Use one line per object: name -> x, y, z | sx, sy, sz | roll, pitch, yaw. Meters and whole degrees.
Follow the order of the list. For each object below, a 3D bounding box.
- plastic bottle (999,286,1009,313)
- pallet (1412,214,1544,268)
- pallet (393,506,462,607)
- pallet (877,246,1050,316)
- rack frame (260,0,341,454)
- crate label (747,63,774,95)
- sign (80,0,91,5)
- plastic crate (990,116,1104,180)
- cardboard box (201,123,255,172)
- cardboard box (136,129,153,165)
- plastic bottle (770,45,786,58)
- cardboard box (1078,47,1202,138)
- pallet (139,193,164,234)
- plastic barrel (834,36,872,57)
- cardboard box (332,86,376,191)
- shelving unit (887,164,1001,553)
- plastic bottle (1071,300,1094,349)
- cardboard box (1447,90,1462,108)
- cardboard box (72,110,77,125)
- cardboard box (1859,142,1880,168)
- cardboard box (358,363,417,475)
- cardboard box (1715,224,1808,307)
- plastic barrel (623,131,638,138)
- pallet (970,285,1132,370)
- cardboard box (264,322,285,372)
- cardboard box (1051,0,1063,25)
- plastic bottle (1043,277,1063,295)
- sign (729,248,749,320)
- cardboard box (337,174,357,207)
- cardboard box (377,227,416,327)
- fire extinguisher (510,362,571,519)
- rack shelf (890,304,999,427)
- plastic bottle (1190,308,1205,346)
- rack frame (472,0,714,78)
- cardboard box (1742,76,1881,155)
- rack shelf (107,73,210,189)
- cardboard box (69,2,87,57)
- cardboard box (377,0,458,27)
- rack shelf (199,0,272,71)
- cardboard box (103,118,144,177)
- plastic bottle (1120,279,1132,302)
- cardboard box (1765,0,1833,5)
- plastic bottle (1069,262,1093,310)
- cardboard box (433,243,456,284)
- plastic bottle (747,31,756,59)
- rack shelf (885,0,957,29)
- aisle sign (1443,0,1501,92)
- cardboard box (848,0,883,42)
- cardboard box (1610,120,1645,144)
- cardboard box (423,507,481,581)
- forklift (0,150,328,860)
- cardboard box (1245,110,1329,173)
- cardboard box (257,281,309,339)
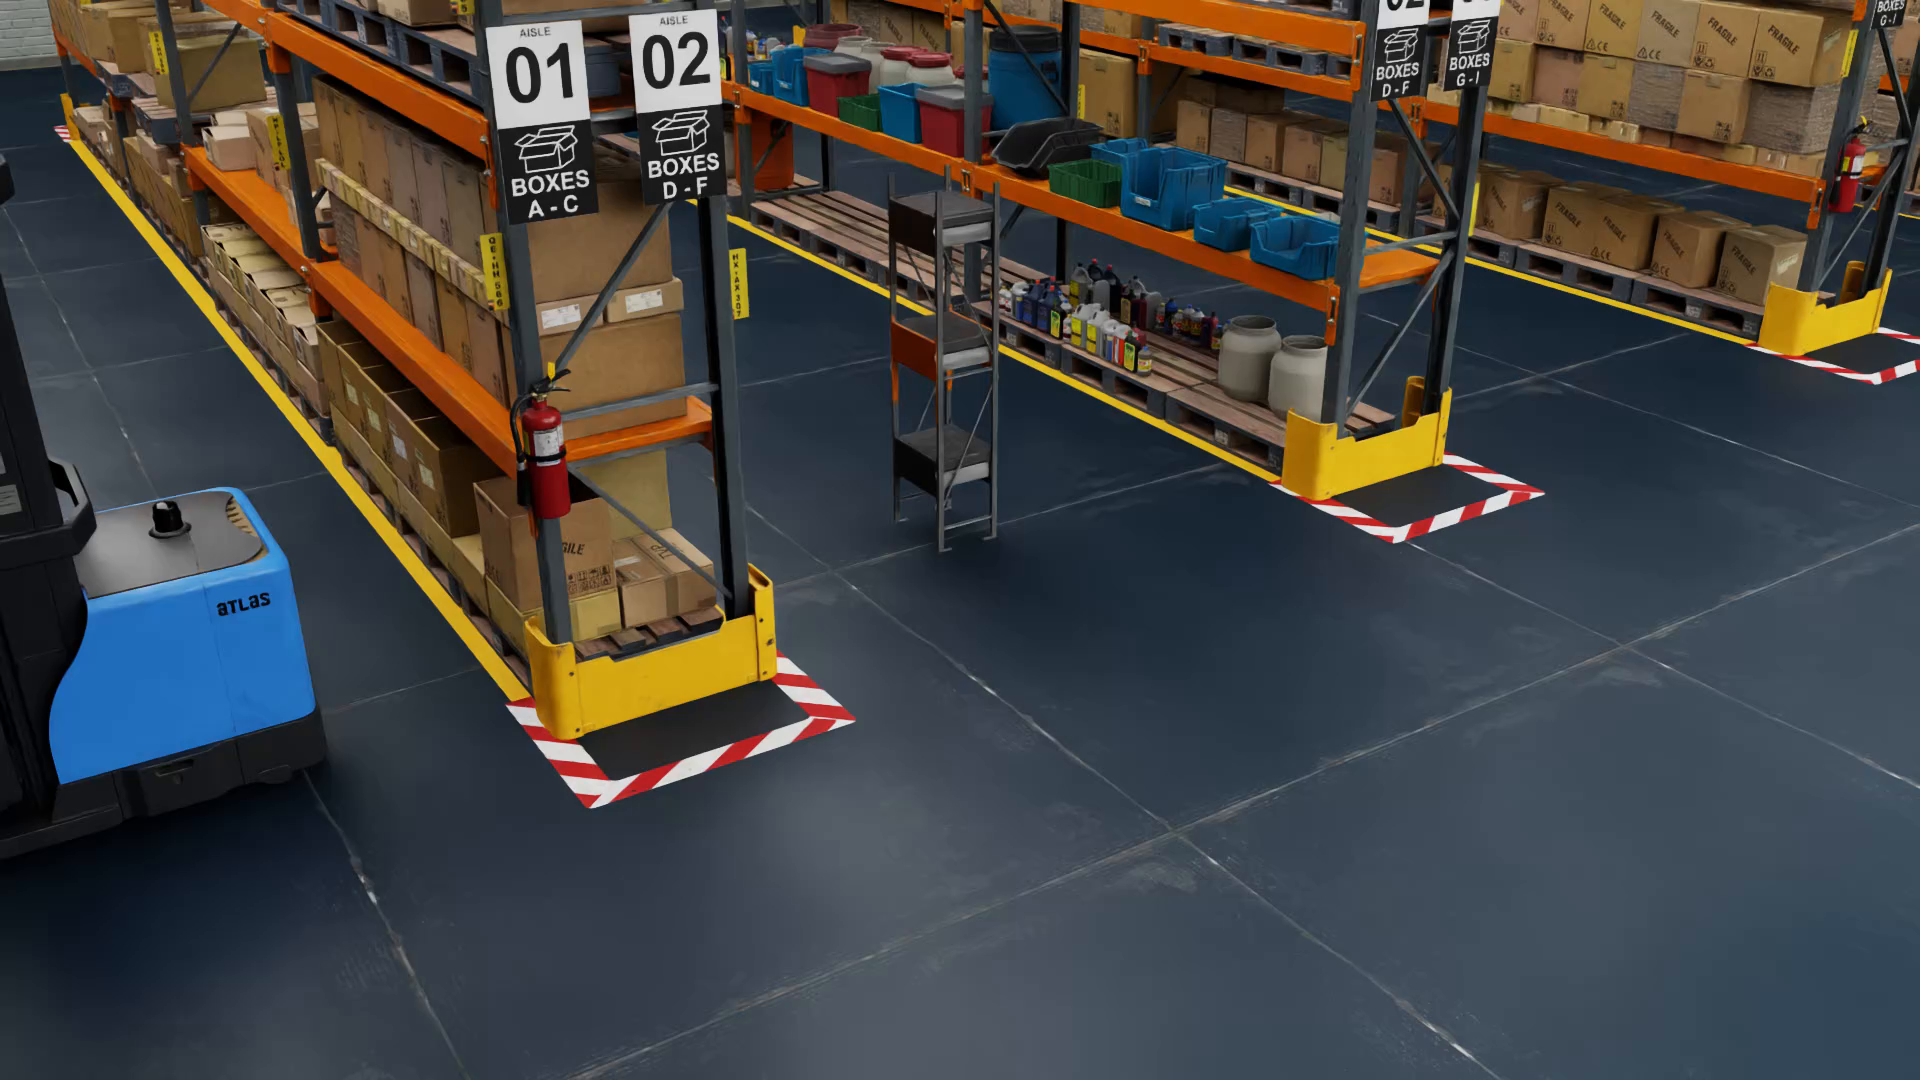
plastic bottle -> 0.344, -1.881, 12.983 | 0.097, 0.201, 0.097 | 0, 25, 0
pallet -> 5.027, -2.861, 15.563 | 1.003, 0.211, 1.213 | -16, 29, -30
pallet -> -2.602, -0.055, 9.619 | 1.003, 0.211, 1.213 | -16, 29, -30
pallet -> 0.020, -2.211, 14.186 | 1.003, 0.211, 1.213 | -16, 29, -30
rack frame -> -3.671, -2.047, 10.572 | 1.000, 3.000, 0.127 | -16, 29, -30
crate label -> -1.786, -4.317, 15.577 | 0.303, 0.233, 0.416 | -16, 29, -30
sign -> -8.488, -5.170, 16.175 | 0.100, 0.325, 0.005 | -16, 29, -30
plastic crate -> 0.661, -2.955, 12.568 | 0.767, 0.338, 0.504 | -16, 29, -30
cardboard box -> -5.528, -3.072, 12.848 | 0.500, 0.311, 0.500 | -16, 30, -30
cardboard box -> -7.432, -3.728, 15.668 | 0.500, 0.250, 0.500 | -15, 29, -29
plastic bottle -> -1.795, -4.769, 16.484 | 0.152, 0.276, 0.135 | -16, 29, -30
cardboard box -> 2.088, -5.266, 19.387 | 1.225, 0.875, 0.875 | -17, 30, -32
pallet -> -7.562, -3.365, 16.631 | 1.003, 0.211, 1.213 | -16, 29, -30
plastic barrel -> -0.962, -4.363, 15.347 | 0.421, 0.512, 0.421 | 0, 25, 0
cardboard box -> -3.146, -2.341, 9.558 | 0.700, 0.500, 0.500 | -16, 29, -30
shelving unit -> -0.090, -1.009, 9.427 | 0.431, 2.100, 0.503 | -16, 29, -30
plastic bottle -> 0.909, -1.596, 12.204 | 0.144, 0.351, 0.185 | -16, 30, -30
cardboard box -> 4.622, -4.001, 15.006 | 0.380, 0.149, 0.250 | -16, 29, -30
cardboard box -> -10.281, -5.019, 19.692 | 0.380, 0.149, 0.250 | -16, 29, -30
cardboard box -> 6.859, -2.967, 12.816 | 0.380, 0.149, 0.250 | -16, 29, -30
cardboard box -> -3.134, -0.736, 9.646 | 0.500, 0.500, 0.500 | -16, 29, -30
cardboard box -> 6.488, -2.210, 13.354 | 0.500, 0.500, 0.500 | -10, 27, -20
plastic barrel -> -3.603, -5.104, 19.013 | 0.600, 0.901, 0.708 | -16, 29, -30
pallet -> 0.813, -1.689, 13.080 | 1.003, 0.211, 1.213 | -16, 29, -30
cardboard box -> -4.694, -1.438, 12.012 | 0.500, 0.250, 0.500 | -15, 29, -28
cardboard box -> 1.417, -6.313, 19.493 | 0.500, 0.500, 0.500 | -17, 30, -31
plastic bottle -> 0.695, -1.849, 12.741 | 0.144, 0.351, 0.185 | -16, 29, -30
sign -> -1.019, -1.171, 7.609 | 0.100, 0.325, 0.005 | -16, 29, -30
cardboard box -> -3.407, -2.062, 9.728 | 0.380, 0.149, 0.250 | -16, 30, -31
cardboard box -> -2.859, -1.567, 9.439 | 0.700, 0.500, 0.500 | -15, 29, -29
fire extinguisher -> -1.812, -0.431, 7.239 | 0.296, 0.674, 0.183 | -16, 29, -30
rack shelf -> -0.090, -0.996, 9.433 | 0.431, 0.518, 0.480 | -16, 29, -30
plastic bottle -> 1.749, -1.578, 12.259 | 0.097, 0.271, 0.097 | 0, 25, 0
rack frame -> -1.487, -3.329, 6.261 | 1.000, 3.000, 0.127 | -16, 29, -30
cardboard box -> 6.538, -3.306, 12.774 | 0.875, 0.500, 0.500 | -16, 29, -30
rack shelf -> -6.946, -3.868, 15.272 | 1.077, 0.370, 4.000 | -16, 29, -30
cardboard box -> -9.091, -5.440, 17.642 | 0.500, 0.500, 0.500 | -15, 29, -28
cardboard box -> -2.337, -2.508, 7.556 | 0.500, 0.250, 0.500 | -16, 29, -30
rack shelf -> -4.763, -3.793, 11.601 | 1.077, 0.370, 4.000 | -16, 29, -30
cardboard box -> -8.587, -4.114, 17.365 | 0.500, 0.500, 0.500 | -16, 29, -30
plastic bottle -> 1.303, -1.890, 12.906 | 0.061, 0.283, 0.133 | -13, 28, -26
cardboard box -> 6.476, -3.996, 13.064 | 0.500, 0.500, 0.500 | -16, 29, -30
plastic bottle -> 0.954, -2.004, 13.069 | 0.144, 0.351, 0.185 | -16, 29, -30
cardboard box -> -2.418, -1.416, 8.359 | 0.380, 0.149, 0.250 | -15, 29, -28
plastic bottle -> -2.159, -5.146, 17.288 | 0.097, 0.271, 0.097 | 0, 25, 0
rack shelf -> -0.828, -7.605, 23.190 | 1.077, 0.370, 4.000 | -16, 29, -30
aisle sign -> 2.950, -2.987, 9.519 | 0.394, 0.787, 0.004 | -16, 29, -30
cardboard box -> -1.006, -7.339, 23.781 | 0.875, 0.875, 0.875 | -16, 29, -30
cardboard box -> 5.579, -3.376, 13.681 | 0.380, 0.149, 0.250 | -16, 29, -30
cardboard box -> -2.585, -0.040, 9.050 | 0.500, 0.250, 0.500 | -16, 29, -30
forklift -> -4.379, -0.108, 6.545 | 3.031, 2.935, 1.130 | -16, 29, -30
cardboard box -> 3.459, -4.222, 17.592 | 0.700, 0.500, 0.500 | -13, 28, -25
cardboard box -> -4.692, -1.689, 11.885 | 0.500, 0.311, 0.500 | -16, 29, -30
